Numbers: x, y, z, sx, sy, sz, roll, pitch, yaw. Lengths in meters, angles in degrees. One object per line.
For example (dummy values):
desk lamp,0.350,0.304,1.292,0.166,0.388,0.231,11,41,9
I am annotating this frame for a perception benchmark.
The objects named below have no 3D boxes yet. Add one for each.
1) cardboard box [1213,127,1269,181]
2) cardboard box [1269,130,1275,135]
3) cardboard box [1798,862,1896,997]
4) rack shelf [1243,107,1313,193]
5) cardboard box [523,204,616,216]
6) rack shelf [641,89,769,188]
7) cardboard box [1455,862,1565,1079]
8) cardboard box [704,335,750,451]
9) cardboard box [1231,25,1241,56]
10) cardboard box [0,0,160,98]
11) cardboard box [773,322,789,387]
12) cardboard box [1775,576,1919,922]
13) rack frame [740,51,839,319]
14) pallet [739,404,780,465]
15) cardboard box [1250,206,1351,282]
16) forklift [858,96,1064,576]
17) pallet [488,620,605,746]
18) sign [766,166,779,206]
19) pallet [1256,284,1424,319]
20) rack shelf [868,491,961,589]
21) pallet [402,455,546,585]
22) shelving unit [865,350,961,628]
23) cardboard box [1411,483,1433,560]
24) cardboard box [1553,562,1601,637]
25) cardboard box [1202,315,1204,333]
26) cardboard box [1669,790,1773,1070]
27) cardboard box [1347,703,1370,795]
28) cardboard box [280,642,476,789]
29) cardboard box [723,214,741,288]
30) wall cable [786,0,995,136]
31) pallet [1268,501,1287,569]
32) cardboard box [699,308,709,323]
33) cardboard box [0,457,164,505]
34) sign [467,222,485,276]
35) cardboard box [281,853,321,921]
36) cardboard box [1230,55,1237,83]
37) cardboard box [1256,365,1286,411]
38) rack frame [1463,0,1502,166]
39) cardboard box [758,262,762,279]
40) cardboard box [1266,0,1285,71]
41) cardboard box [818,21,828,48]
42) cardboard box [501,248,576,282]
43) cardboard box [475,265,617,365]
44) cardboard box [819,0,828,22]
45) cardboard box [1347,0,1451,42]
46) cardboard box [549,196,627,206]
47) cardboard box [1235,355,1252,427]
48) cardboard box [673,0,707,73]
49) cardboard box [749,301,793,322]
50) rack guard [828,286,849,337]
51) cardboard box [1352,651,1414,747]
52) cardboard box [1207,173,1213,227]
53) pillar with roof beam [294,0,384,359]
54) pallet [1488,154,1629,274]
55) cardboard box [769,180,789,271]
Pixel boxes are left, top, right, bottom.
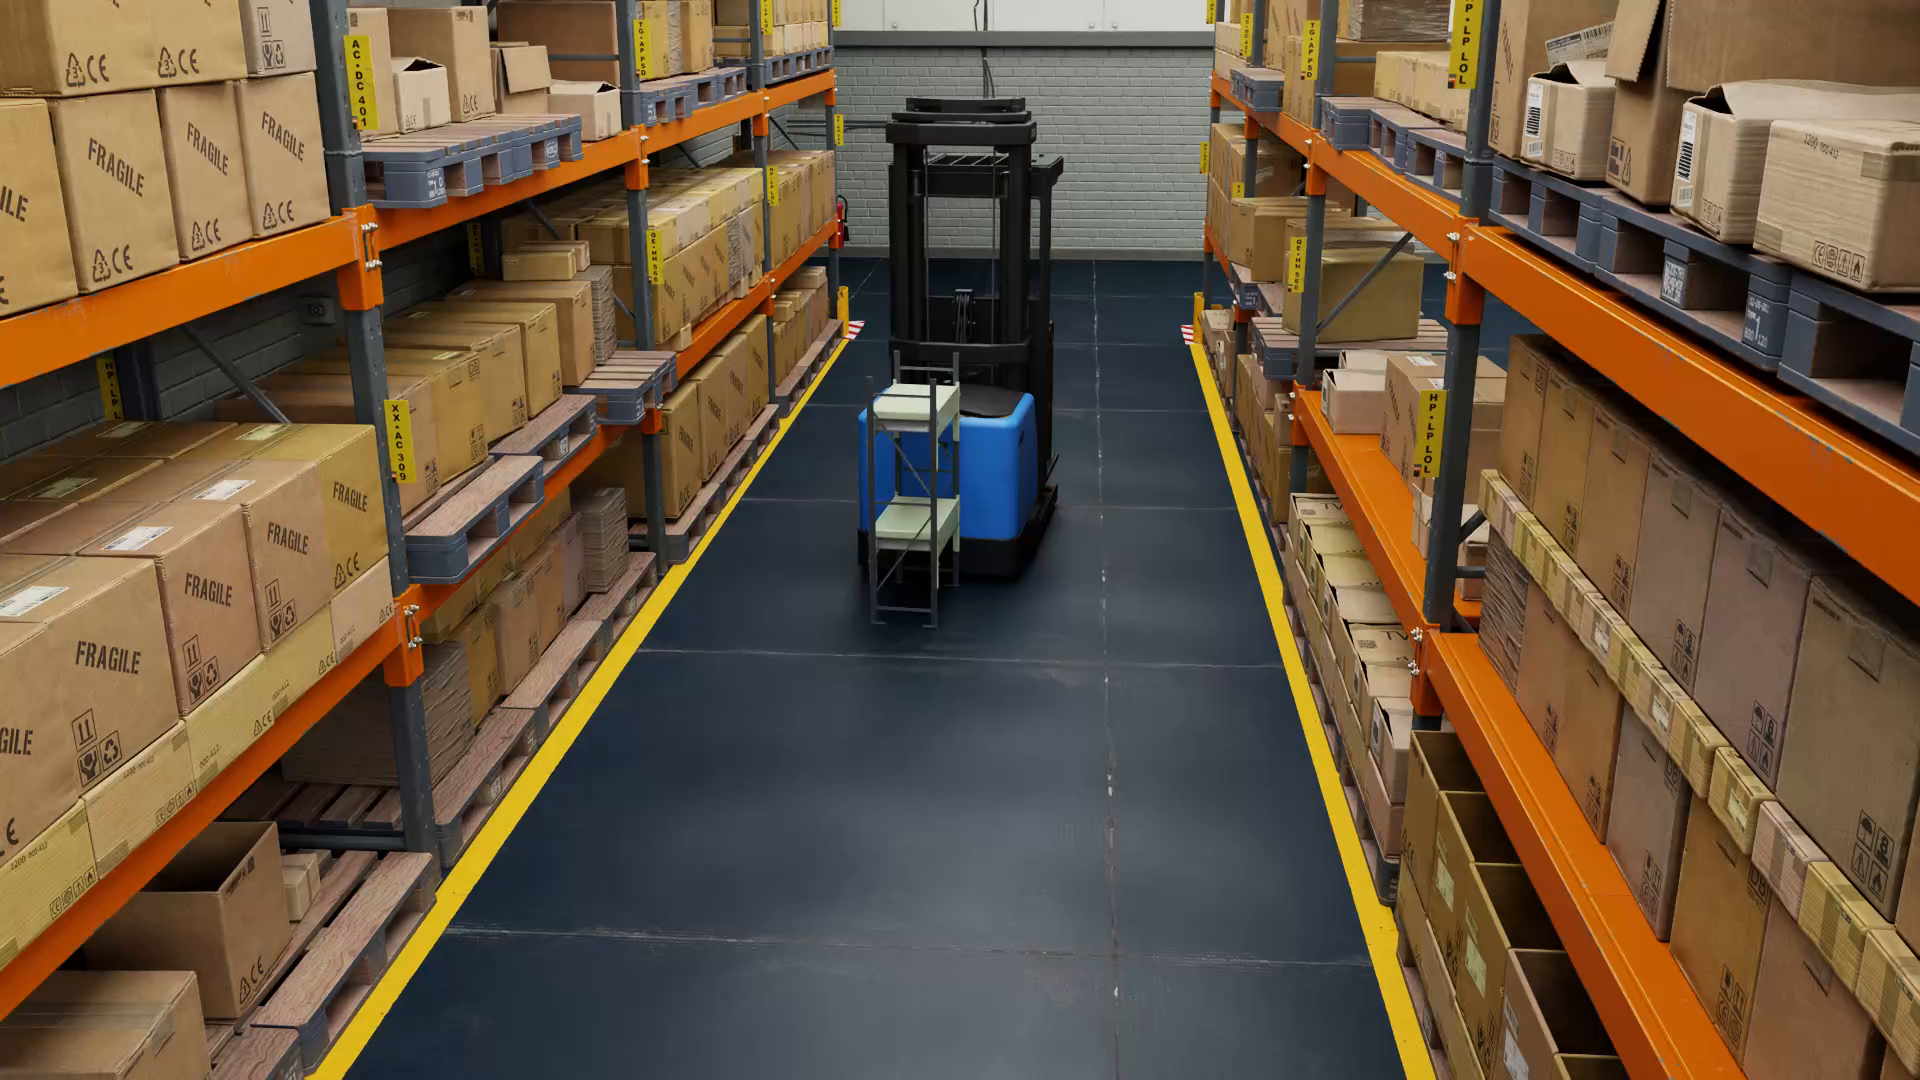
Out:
cardboard box,2.790,-3.819,16.495,0.500,0.500,0.500,1,18,4
cardboard box,3.322,-3.812,16.474,0.500,0.500,0.500,2,18,5
cardboard box,1.841,0.739,3.149,0.380,0.149,0.250,1,18,3
rack shelf,2.685,-2.811,11.523,1.077,0.370,4.000,1,18,4
cardboard box,-2.585,-2.078,11.073,0.500,0.250,0.500,1,18,2
rack shelf,-2.256,-2.921,11.857,1.077,0.370,4.000,1,18,4
cardboard box,1.838,1.334,5.071,0.500,0.500,0.500,1,18,4
cardboard box,-2.091,-1.155,12.909,0.750,0.750,0.750,2,18,6
cardboard box,2.670,-4.408,14.679,0.500,0.250,0.500,1,18,4
cardboard box,-2.508,-1.437,4.374,0.500,0.500,0.500,1,18,2
cardboard box,-1.957,-1.700,15.133,0.700,0.500,0.500,2,18,5
cardboard box,2.050,0.390,3.173,0.700,0.500,0.500,1,18,2
rack frame,-1.826,-3.700,17.899,1.000,3.000,0.127,1,18,4
pallet,-2.093,-0.892,13.805,1.003,0.211,1.213,1,18,4
cardboard box,2.585,-2.239,12.603,0.700,0.500,0.500,4,19,13
forklift,0.110,-1.584,11.552,1.130,2.935,3.031,3,18,10
pallet,-2.547,0.730,8.857,1.003,0.211,1.213,1,18,4
sign,-1.571,-2.962,13.912,0.100,0.325,0.005,1,18,4
pallet,2.676,-1.619,11.856,1.003,0.211,1.213,1,18,4
rack shelf,-0.268,-0.007,10.083,0.431,0.370,0.720,3,18,10
pallet,-2.487,-0.117,7.269,1.003,0.211,1.213,1,18,4
shelving unit,-0.268,-0.317,9.982,0.431,1.500,0.755,3,18,10
cardboard box,2.135,-0.077,7.058,0.396,0.266,0.258,1,18,3
cardboard box,1.970,0.177,4.865,0.380,0.149,0.250,1,18,2
cardboard box,2.724,-2.254,17.327,0.380,0.166,0.250,1,18,4
cardboard box,2.088,0.869,3.794,0.700,0.500,0.500,1,18,4
cardboard box,2.033,0.951,7.446,0.500,0.250,0.500,1,18,3
cardboard box,-2.650,0.776,7.545,0.700,0.500,0.500,2,18,6
cardboard box,-1.966,-2.193,12.628,0.500,0.500,0.500,1,18,4
wall cable,-1.064,-6.824,22.785,3.097,2.526,0.112,1,18,4
pallet,2.633,-0.012,11.122,1.003,0.211,1.213,1,18,4
cardboard box,-2.046,-1.680,12.103,0.380,0.149,0.250,1,18,4
cardboard box,-2.969,0.034,5.507,0.500,0.500,0.500,1,18,4
sign,-2.954,-1.777,10.171,0.100,0.325,0.005,1,18,4
cardboard box,-2.695,1.331,6.389,0.380,0.166,0.250,-1,18,-3
cardboard box,2.672,-4.170,14.757,0.500,0.250,0.500,1,18,4
cardboard box,2.443,-1.115,12.113,0.500,0.250,0.500,1,18,3
rack frame,2.255,-2.715,5.257,1.000,3.000,0.127,1,18,4
cardboard box,-1.855,-2.237,13.804,0.380,0.149,0.250,1,18,4
cardboard box,2.719,-3.914,12.738,0.600,0.600,0.600,0,18,-1
cardboard box,-1.614,-5.068,16.662,0.500,0.250,0.500,2,18,6
cardboard box,-2.403,-1.573,9.496,0.380,0.149,0.250,-2,18,-5
cardboard box,-2.423,-1.326,9.786,0.700,0.500,0.500,-1,18,-3
cardboard box,-1.607,-5.425,16.545,0.500,0.500,0.500,1,18,4
cardboard box,2.579,-3.190,9.757,0.500,0.500,0.500,1,18,4
cardboard box,-2.545,-2.237,11.559,0.500,0.250,0.500,1,18,3
cardboard box,2.551,-1.225,13.653,0.500,0.500,0.500,0,18,1
cardboard box,-2.261,-3.695,12.198,0.700,0.500,0.500,1,18,3
cardboard box,-1.751,-2.110,15.345,0.380,0.149,0.250,2,18,6
rack guard,-1.824,-2.520,18.311,1.175,0.500,0.348,1,18,4
cardboard box,2.029,0.683,7.363,0.500,0.311,0.500,2,18,5
cardboard box,2.820,-3.507,17.147,0.500,0.500,0.500,2,18,5
pillar with roof beam,0.938,-3.586,7.916,9.100,9.000,0.400,1,18,4
pallet,2.219,-0.982,4.928,1.003,0.211,1.213,1,18,4
cardboard box,-2.058,-2.769,14.574,0.980,0.700,0.700,2,18,5
